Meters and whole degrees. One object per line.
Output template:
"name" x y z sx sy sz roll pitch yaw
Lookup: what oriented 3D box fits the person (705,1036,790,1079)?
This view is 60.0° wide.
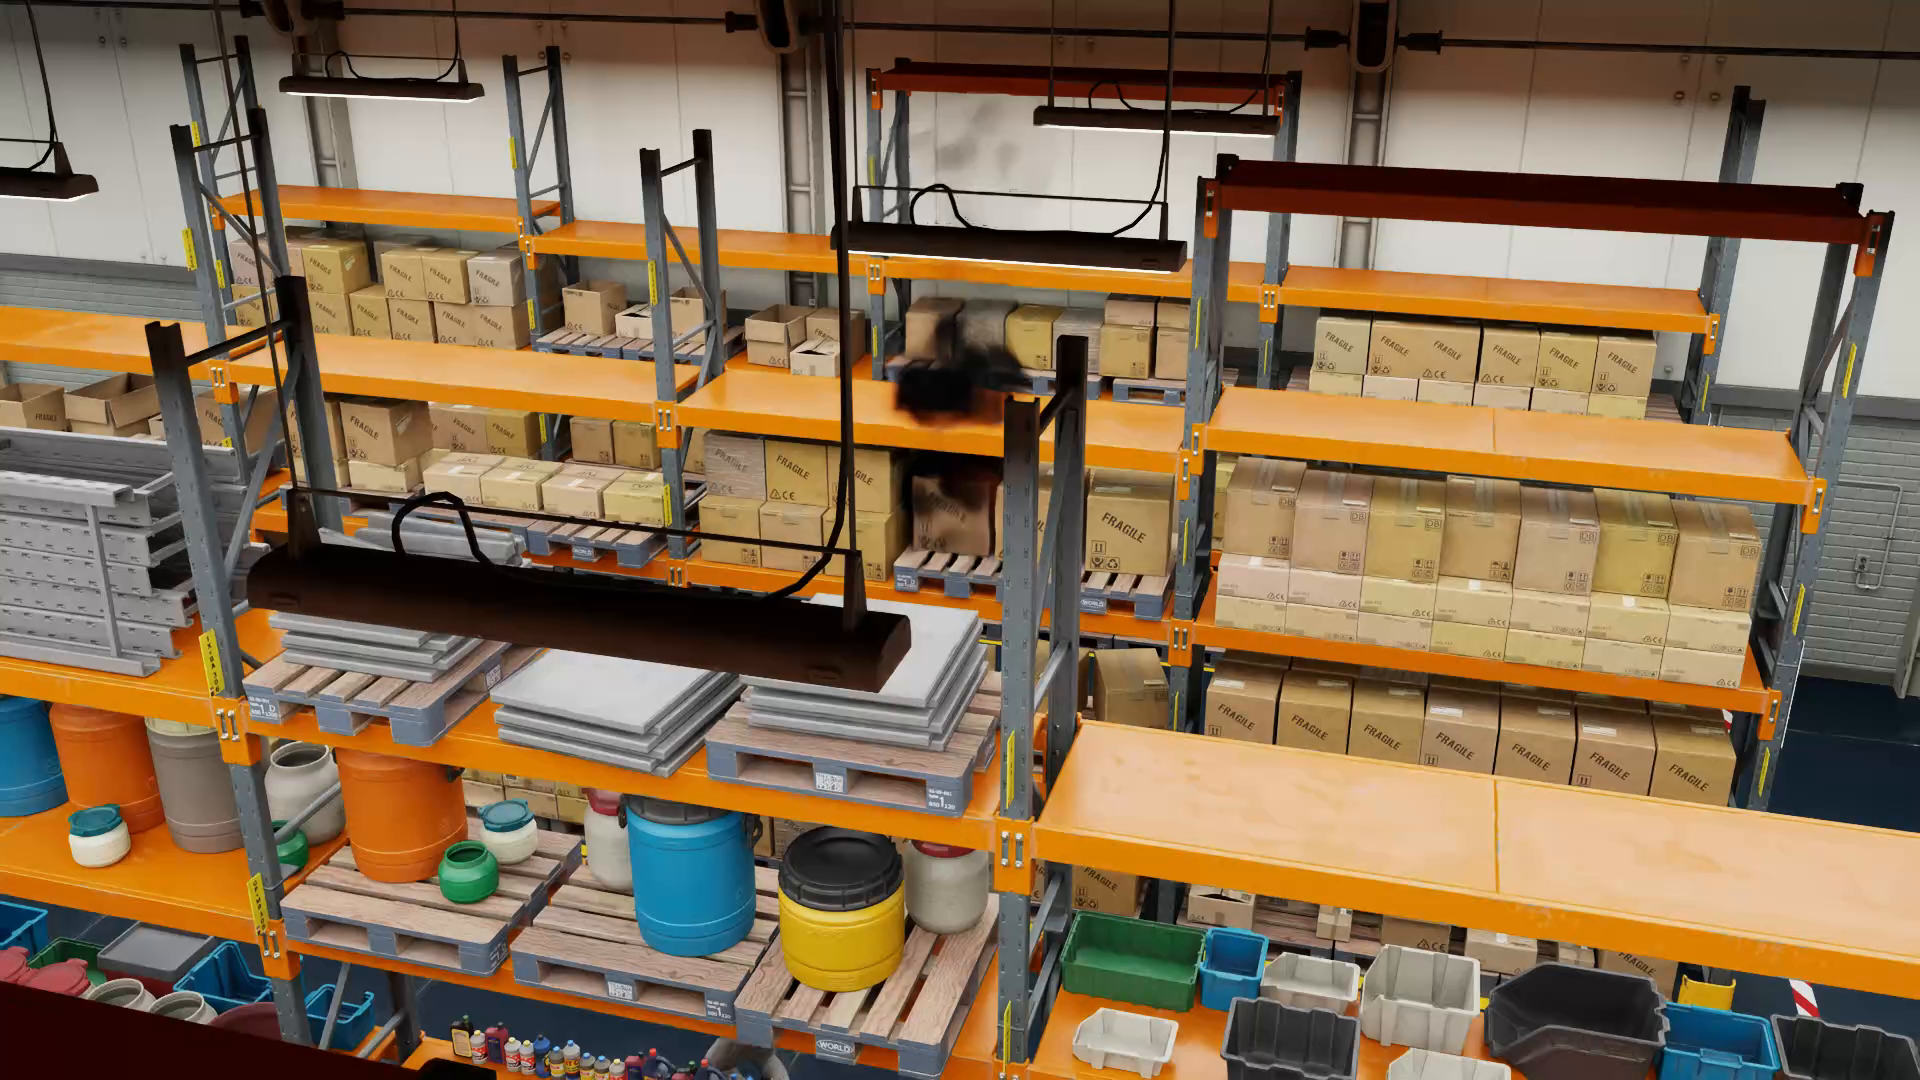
"person" -1.392 3.181 10.952 0.648 1.644 0.601 5 23 13
